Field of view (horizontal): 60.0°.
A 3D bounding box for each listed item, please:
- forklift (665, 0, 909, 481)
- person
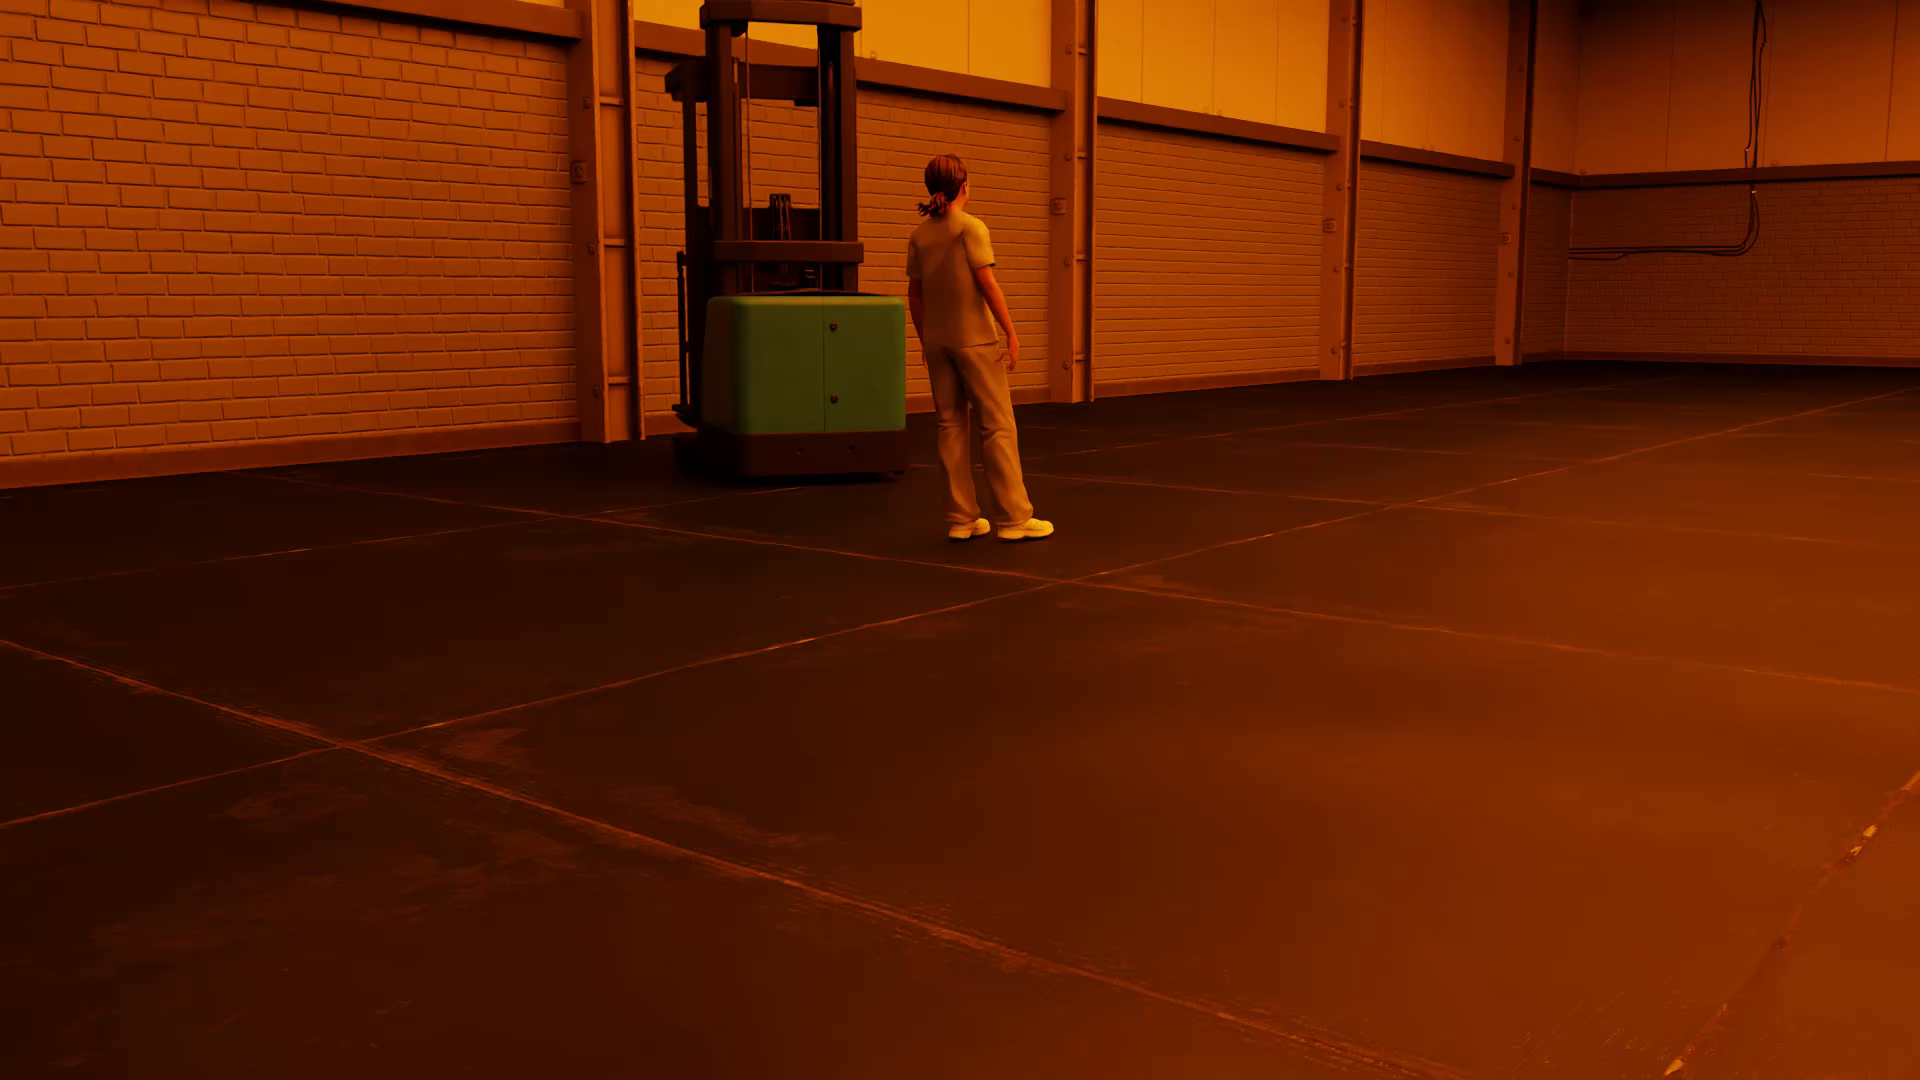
[{"bbox_3d":[-1.262,-1.963,10.693,1.130,2.935,3.031,-3,9,-19],"label":"forklift"},{"bbox_3d":[0.057,-0.844,7.331,0.550,1.673,0.548,7,11,38],"label":"person"}]
